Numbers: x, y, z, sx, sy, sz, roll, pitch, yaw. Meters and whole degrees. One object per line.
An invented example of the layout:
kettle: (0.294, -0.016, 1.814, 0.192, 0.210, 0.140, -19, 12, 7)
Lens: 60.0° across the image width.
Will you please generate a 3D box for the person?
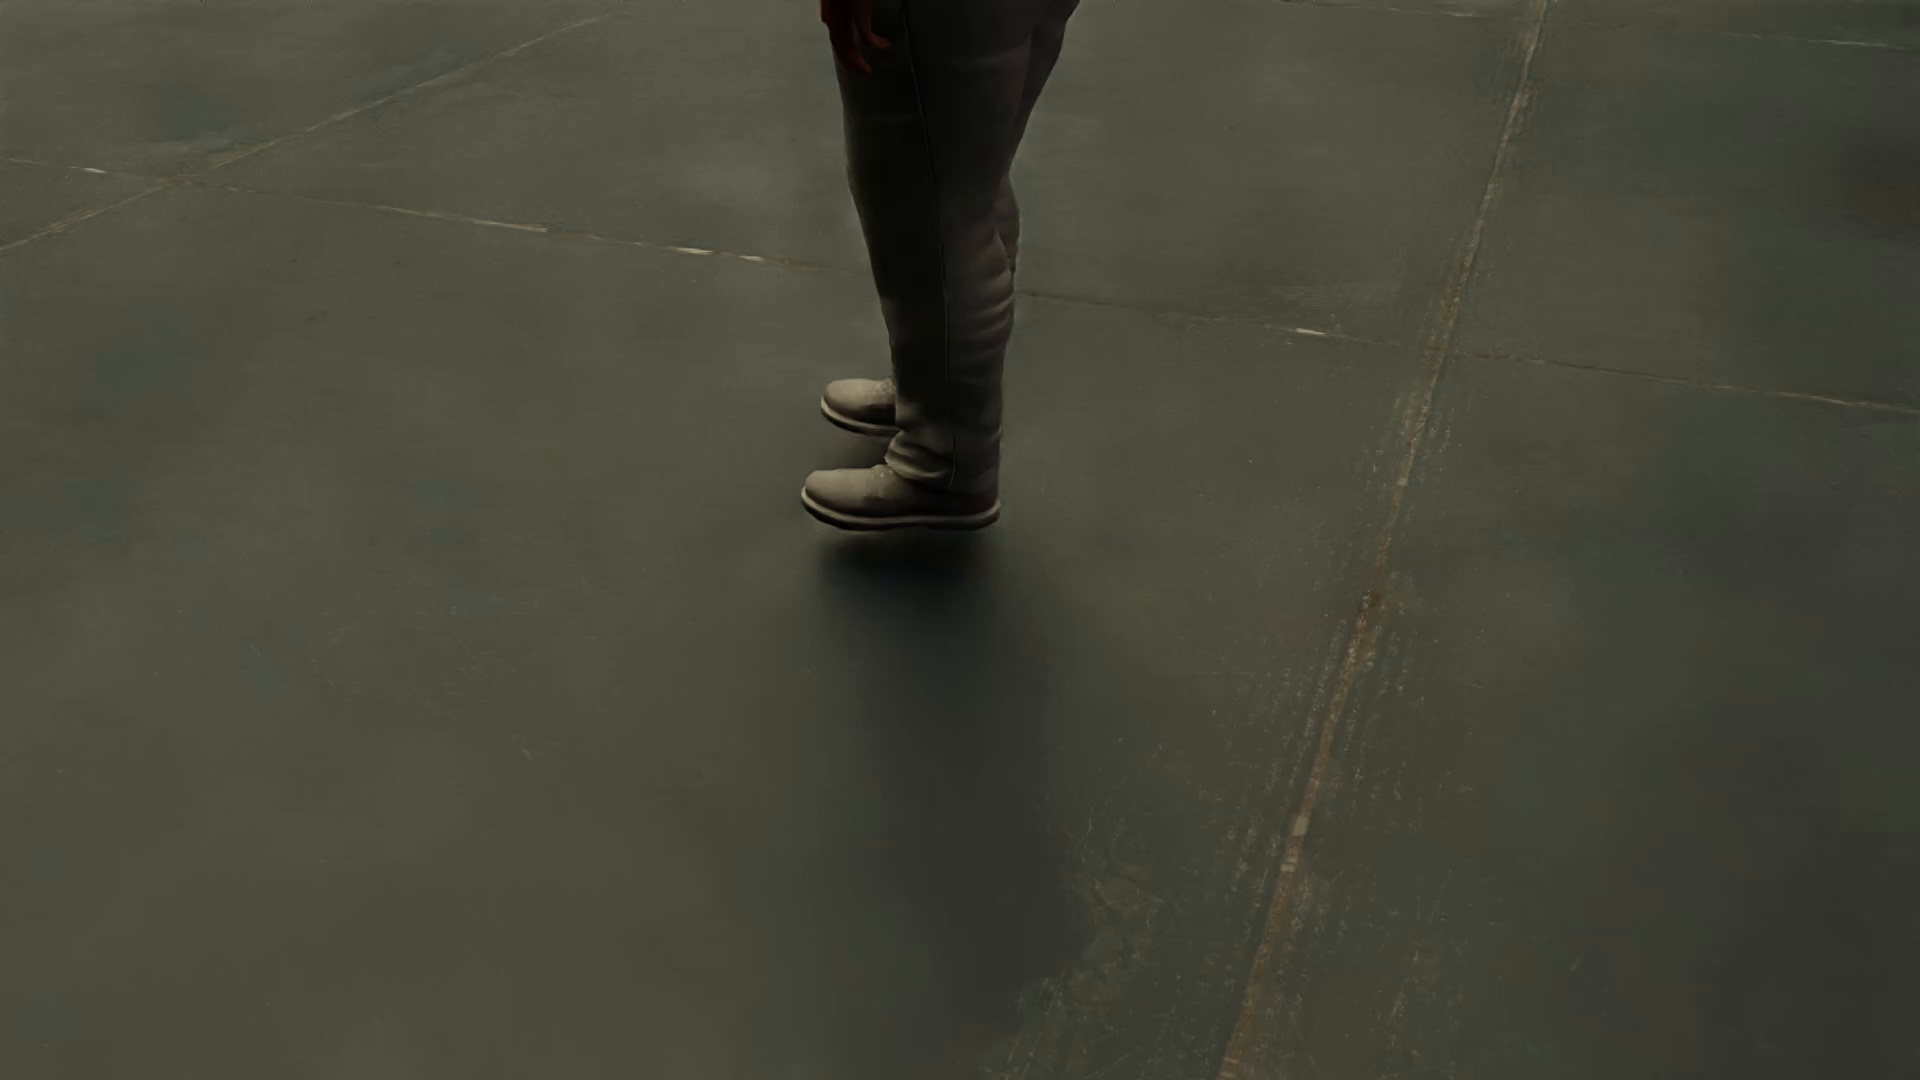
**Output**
person: (-0.064, -0.789, 2.108, 0.529, 1.669, 0.598, 10, 31, 18)
